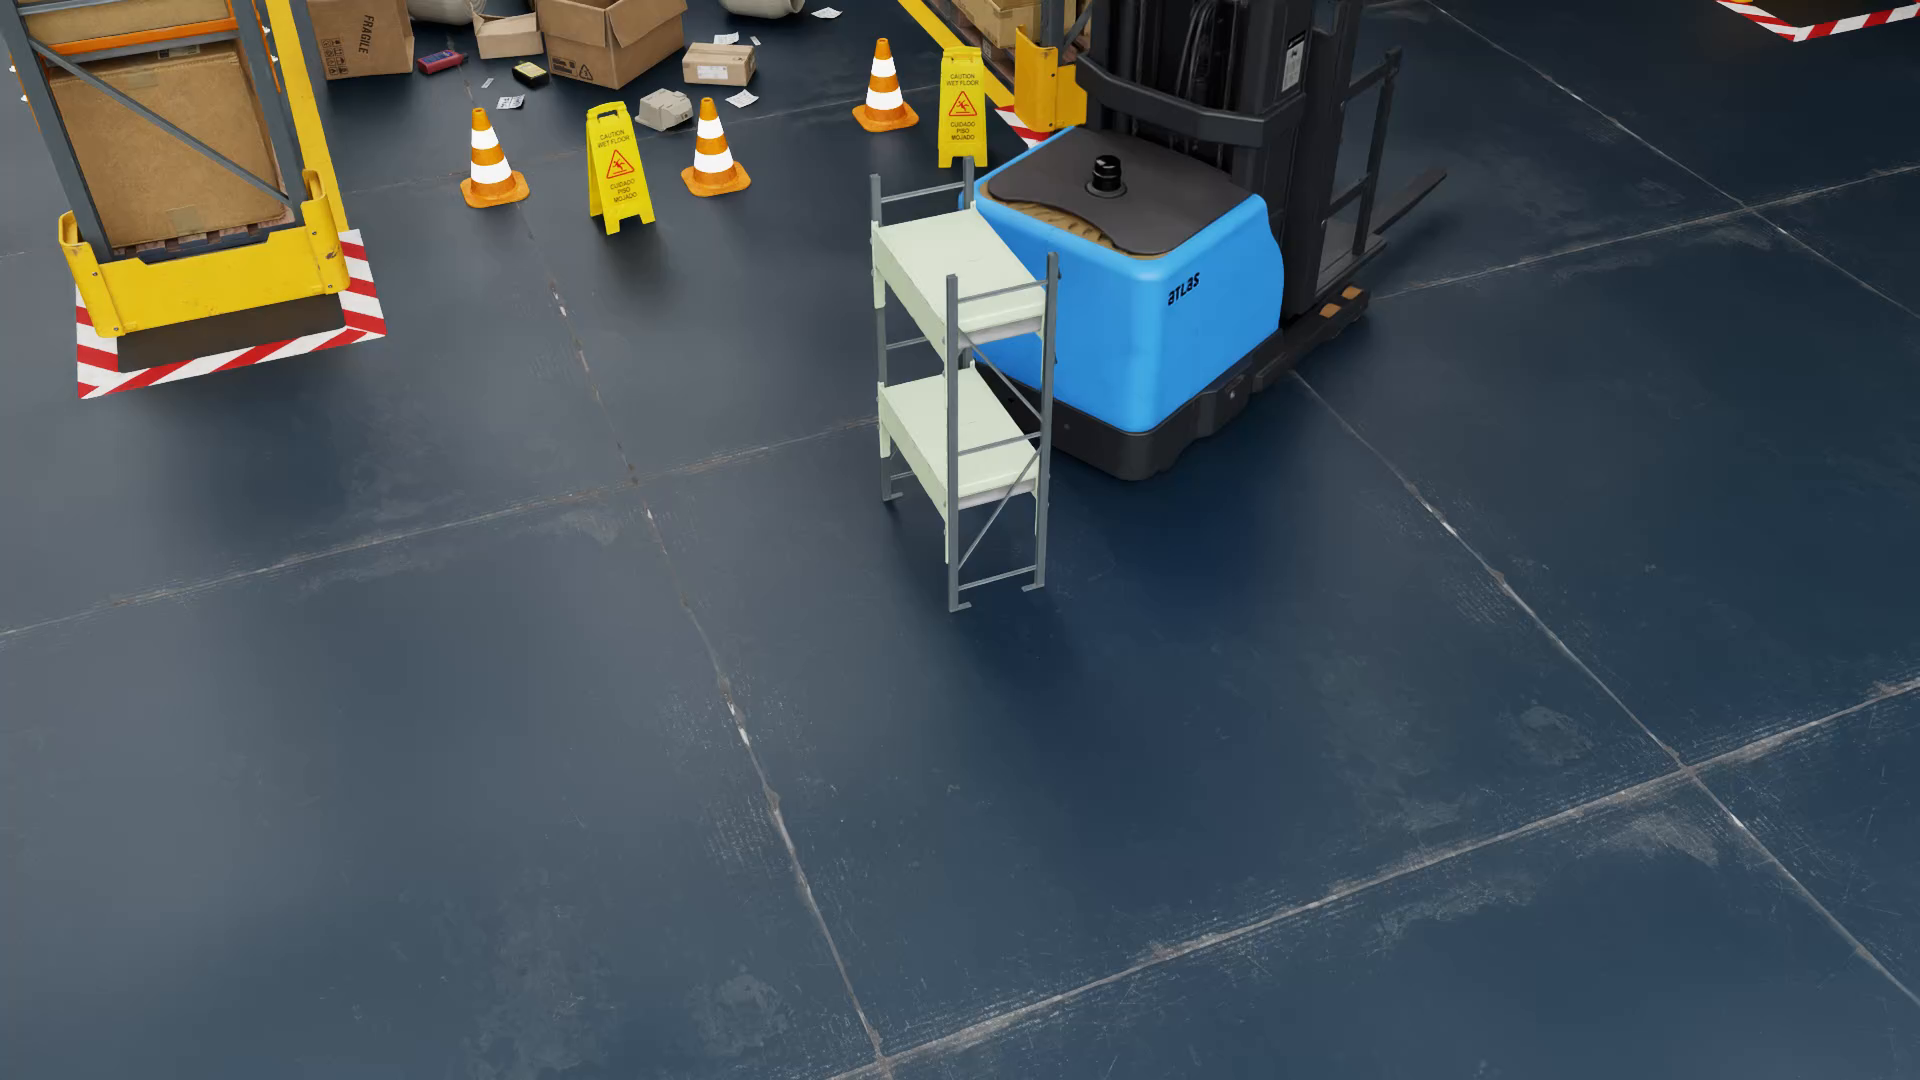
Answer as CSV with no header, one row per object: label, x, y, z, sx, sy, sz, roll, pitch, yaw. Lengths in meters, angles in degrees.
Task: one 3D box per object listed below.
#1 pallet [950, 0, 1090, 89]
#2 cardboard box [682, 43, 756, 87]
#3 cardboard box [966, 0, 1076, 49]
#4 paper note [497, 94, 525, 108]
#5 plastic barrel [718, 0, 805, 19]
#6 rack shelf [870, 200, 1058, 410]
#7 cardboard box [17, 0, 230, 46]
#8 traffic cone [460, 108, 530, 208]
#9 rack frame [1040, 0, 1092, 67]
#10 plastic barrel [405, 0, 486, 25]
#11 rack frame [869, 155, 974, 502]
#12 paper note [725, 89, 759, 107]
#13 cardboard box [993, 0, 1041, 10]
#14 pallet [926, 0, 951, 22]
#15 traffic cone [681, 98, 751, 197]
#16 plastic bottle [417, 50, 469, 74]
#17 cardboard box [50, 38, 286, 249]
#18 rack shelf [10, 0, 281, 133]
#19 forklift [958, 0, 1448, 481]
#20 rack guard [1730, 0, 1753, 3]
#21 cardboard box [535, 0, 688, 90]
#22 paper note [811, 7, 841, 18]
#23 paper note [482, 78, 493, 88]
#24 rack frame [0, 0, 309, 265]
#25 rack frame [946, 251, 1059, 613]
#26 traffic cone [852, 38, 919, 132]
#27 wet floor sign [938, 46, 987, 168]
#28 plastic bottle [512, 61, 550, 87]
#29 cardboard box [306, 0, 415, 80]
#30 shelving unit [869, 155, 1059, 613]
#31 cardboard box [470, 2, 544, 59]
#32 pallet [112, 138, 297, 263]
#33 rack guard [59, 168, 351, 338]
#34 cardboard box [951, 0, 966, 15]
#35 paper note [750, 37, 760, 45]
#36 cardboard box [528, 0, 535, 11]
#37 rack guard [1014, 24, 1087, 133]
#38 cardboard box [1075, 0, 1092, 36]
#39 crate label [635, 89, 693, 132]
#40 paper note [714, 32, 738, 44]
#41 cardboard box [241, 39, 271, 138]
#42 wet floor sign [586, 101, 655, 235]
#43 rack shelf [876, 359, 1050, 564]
pallet,0.620,-3.126,10.223,1.003,0.211,1.213,-15,43,-17
cardboard box,-1.440,-2.844,9.943,0.380,0.149,0.250,5,41,6
cardboard box,0.361,-3.190,9.946,0.500,0.250,0.500,-15,43,-17
paper note,-2.622,-2.560,9.705,0.144,0.017,0.142,-2,41,-2
plastic barrel,-1.261,-3.529,10.529,0.512,0.421,0.421,12,42,13
rack shelf,0.003,-0.861,6.002,0.431,0.370,0.720,-15,43,-17
cardboard box,-3.791,-2.613,7.373,0.875,0.550,0.550,-15,43,-17
traffic cone,-2.498,-2.056,8.786,0.336,0.463,0.334,-15,43,-17
rack frame,0.928,-3.639,8.682,1.000,3.000,0.127,-15,43,-17
plastic barrel,-3.286,-3.476,10.467,0.512,0.421,0.421,12,42,13
rack frame,-0.137,-0.785,6.513,0.400,1.500,0.023,-15,43,-17
paper note,-1.273,-2.587,9.734,0.148,0.019,0.142,-31,49,-31
cardboard box,0.380,-3.458,9.682,0.500,0.500,0.500,-15,43,-17
pallet,0.157,-3.860,11.077,1.003,0.211,1.213,-15,43,-17
traffic cone,-1.324,-2.133,8.876,0.336,0.463,0.334,-15,43,-17
plastic bottle,-3.134,-2.910,10.087,0.283,0.061,0.133,-31,49,-31
cardboard box,-3.928,-2.089,8.187,0.875,0.875,0.875,-15,43,-17
rack shelf,-4.372,-3.276,8.810,1.077,0.370,4.000,-15,43,-17
forklift,1.307,-2.250,7.118,1.130,2.935,3.031,29,48,29
rack guard,5.521,-3.918,10.922,1.175,0.500,0.348,-15,43,-17
cardboard box,-2.084,-3.119,9.992,0.637,0.503,0.797,19,44,20
paper note,-0.852,-3.382,10.659,0.142,0.019,0.148,-31,49,-31
paper note,-2.815,-2.723,9.909,0.032,0.001,0.123,5,41,6
rack frame,-3.607,-2.344,7.175,1.000,3.000,0.127,-15,43,-17
rack frame,0.143,-0.344,6.000,0.400,1.500,0.023,-15,43,-17
traffic cone,-0.429,-2.615,9.436,0.336,0.463,0.334,-15,43,-17
wet floor sign,0.012,-2.365,9.006,0.267,0.644,0.232,-2,41,-2
plastic bottle,-2.589,-2.799,9.958,0.133,0.061,0.283,-31,49,-31
cardboard box,-3.595,-3.127,10.001,0.500,0.500,0.500,-8,41,-9
shelving unit,0.003,-0.565,6.256,0.431,1.500,0.755,-15,43,-17
cardboard box,-2.778,-3.141,10.199,0.396,0.266,0.258,-8,41,-9
pallet,-3.985,-1.748,8.621,1.003,0.211,1.213,-15,43,-17
rack guard,-3.598,-1.381,7.973,1.175,0.500,0.348,-15,43,-17
cardboard box,0.179,-3.490,10.295,0.500,0.250,0.500,-15,43,-17
paper note,-1.275,-3.111,10.360,0.032,0.001,0.123,-15,43,-17
cardboard box,-2.449,-3.732,10.600,0.797,0.637,0.503,-15,43,-17
rack guard,0.899,-2.737,9.550,1.175,0.500,0.348,-15,43,-17
cardboard box,0.874,-3.311,10.087,0.500,0.250,0.500,-15,43,-17
crate label,-1.682,-2.468,9.515,0.298,0.136,0.250,27,47,27
paper note,-1.460,-3.131,10.377,0.148,0.019,0.142,-2,41,-2
cardboard box,-4.266,-2.619,8.802,0.875,0.875,0.875,-16,43,-18
wet floor sign,-1.767,-1.928,8.497,0.267,0.644,0.232,-23,46,-24
rack shelf,0.003,-0.317,6.469,0.431,0.370,0.720,-15,43,-17
